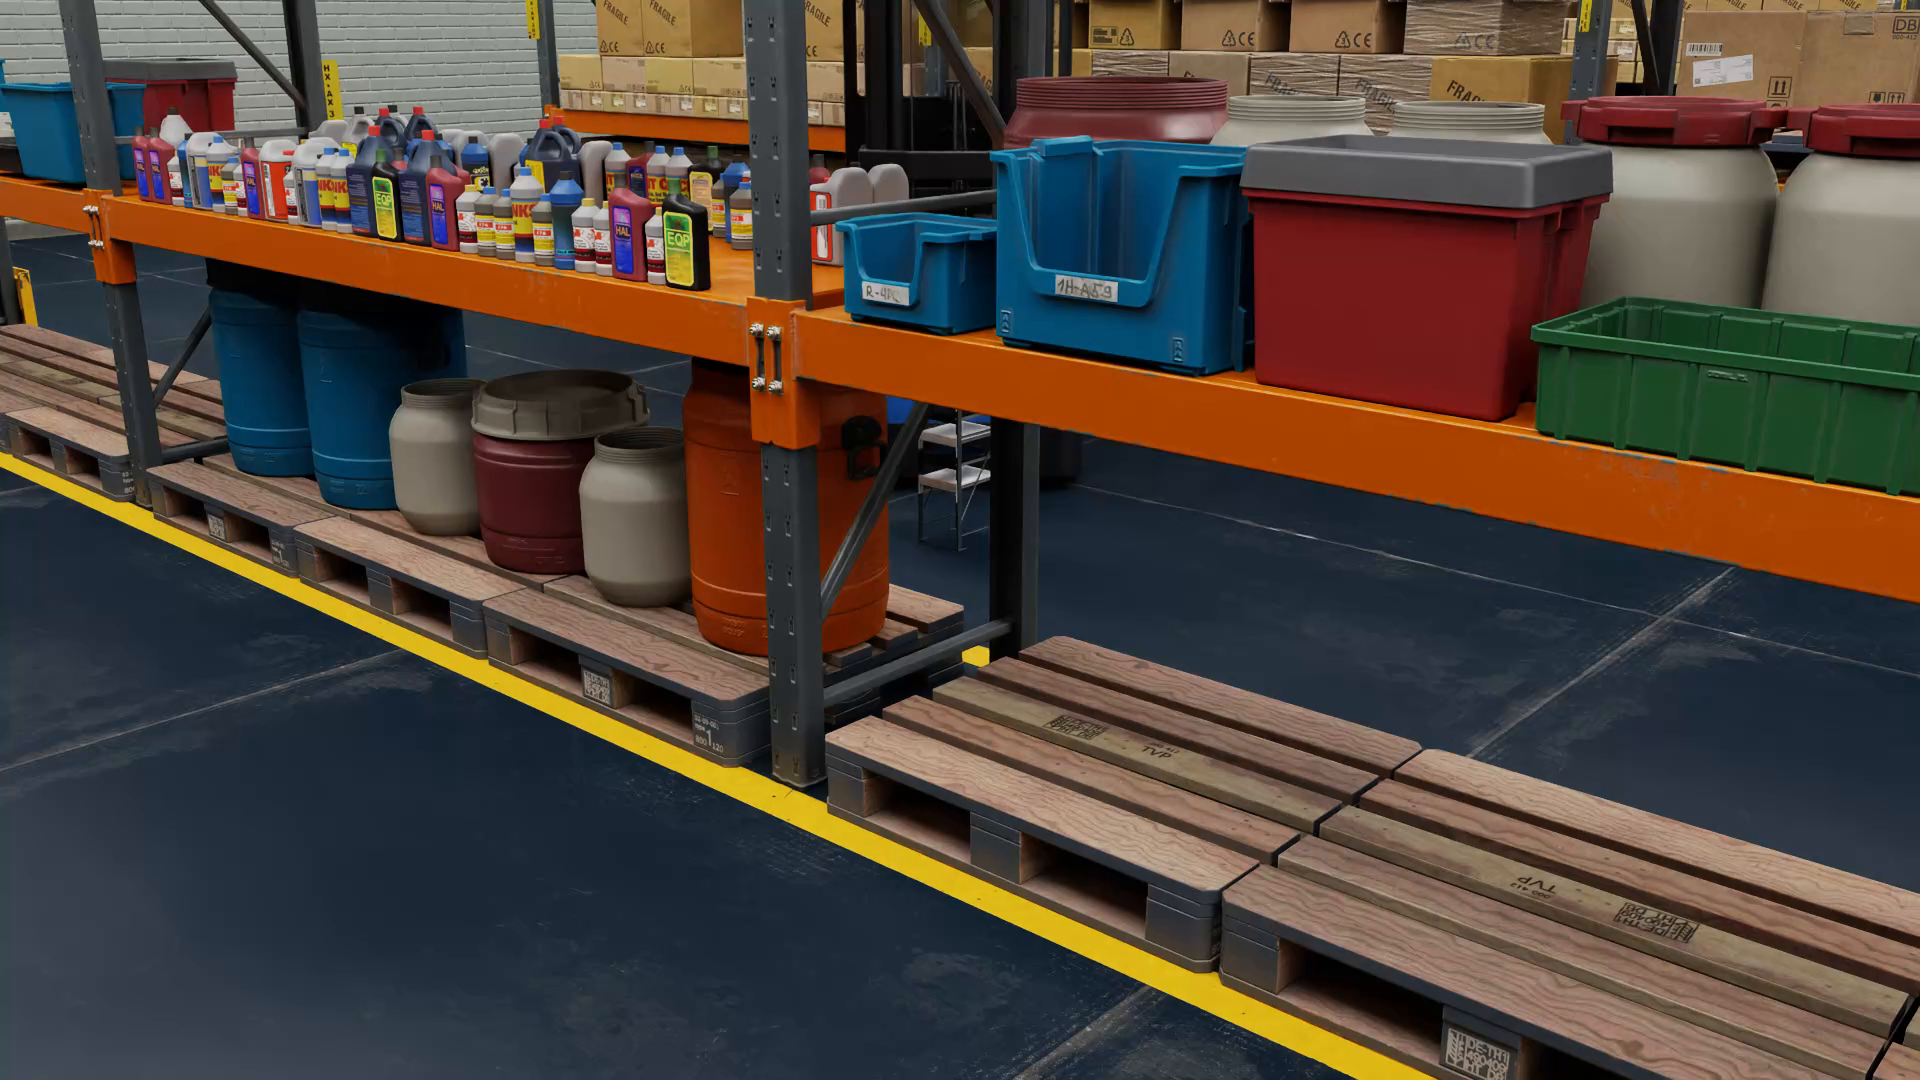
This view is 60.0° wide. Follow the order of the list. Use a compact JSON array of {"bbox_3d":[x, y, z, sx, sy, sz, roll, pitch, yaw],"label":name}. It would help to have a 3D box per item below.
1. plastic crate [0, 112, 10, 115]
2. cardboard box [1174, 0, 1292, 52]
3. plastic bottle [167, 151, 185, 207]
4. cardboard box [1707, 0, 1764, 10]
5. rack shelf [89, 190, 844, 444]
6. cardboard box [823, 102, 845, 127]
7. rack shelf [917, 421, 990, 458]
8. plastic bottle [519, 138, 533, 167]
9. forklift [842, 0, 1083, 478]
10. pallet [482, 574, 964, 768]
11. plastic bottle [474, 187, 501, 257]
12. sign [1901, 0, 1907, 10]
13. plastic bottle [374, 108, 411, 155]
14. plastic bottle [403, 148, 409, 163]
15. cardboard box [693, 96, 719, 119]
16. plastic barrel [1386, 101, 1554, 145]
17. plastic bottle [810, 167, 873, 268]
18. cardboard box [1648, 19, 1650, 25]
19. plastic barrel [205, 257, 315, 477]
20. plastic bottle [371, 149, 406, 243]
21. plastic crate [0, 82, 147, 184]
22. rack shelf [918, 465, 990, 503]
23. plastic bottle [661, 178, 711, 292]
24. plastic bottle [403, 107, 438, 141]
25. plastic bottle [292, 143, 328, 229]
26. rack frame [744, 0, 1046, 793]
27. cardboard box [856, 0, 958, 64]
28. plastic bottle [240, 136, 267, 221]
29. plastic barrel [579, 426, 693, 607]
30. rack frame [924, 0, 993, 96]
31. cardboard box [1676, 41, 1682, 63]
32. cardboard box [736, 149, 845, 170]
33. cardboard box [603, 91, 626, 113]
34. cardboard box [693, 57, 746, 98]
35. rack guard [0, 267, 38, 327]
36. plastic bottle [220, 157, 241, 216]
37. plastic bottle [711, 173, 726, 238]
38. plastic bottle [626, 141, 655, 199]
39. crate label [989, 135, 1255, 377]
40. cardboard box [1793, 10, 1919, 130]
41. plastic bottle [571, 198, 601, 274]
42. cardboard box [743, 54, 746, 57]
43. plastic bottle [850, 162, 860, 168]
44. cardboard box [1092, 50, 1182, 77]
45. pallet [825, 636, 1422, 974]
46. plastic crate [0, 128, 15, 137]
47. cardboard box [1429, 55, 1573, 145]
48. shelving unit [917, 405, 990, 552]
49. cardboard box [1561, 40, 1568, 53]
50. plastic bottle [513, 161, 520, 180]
[{"bbox_3d":[-5.391,-2.263,9.119,0.243,0.136,0.396,15,23,39],"label":"plastic crate"},{"bbox_3d":[1.623,-2.938,9.086,0.637,0.503,0.797,16,24,41],"label":"cardboard box"},{"bbox_3d":[-2.940,-1.369,6.294,0.097,0.201,0.097,0,18,0],"label":"plastic bottle"},{"bbox_3d":[7.647,-5.216,16.269,0.500,0.500,0.500,14,23,38],"label":"cardboard box"},{"bbox_3d":[-1.633,-0.935,5.788,4.000,0.370,1.077,15,23,39],"label":"rack shelf"},{"bbox_3d":[-0.671,-2.771,10.798,0.250,0.149,0.380,15,23,38],"label":"cardboard box"},{"bbox_3d":[-0.006,-0.399,6.491,0.200,0.077,0.258,15,23,39],"label":"rack shelf"},{"bbox_3d":[-1.531,-1.306,5.981,0.097,0.271,0.097,0,18,0],"label":"plastic bottle"},{"bbox_3d":[-0.016,-2.057,8.249,1.130,2.935,3.031,0,18,-1],"label":"forklift"},{"bbox_3d":[-0.755,0.304,5.305,1.213,0.211,1.003,15,23,39],"label":"pallet"},{"bbox_3d":[-1.407,-0.957,4.997,0.097,0.201,0.097,0,18,0],"label":"plastic bottle"},{"bbox_3d":[6.165,-3.488,10.861,0.005,0.325,0.100,15,23,39],"label":"sign"},{"bbox_3d":[-2.182,-1.476,6.384,0.185,0.351,0.144,15,23,39],"label":"plastic bottle"},{"bbox_3d":[-1.860,-1.170,5.554,0.097,0.271,0.097,0,18,0],"label":"plastic bottle"},{"bbox_3d":[-1.635,-3.029,11.612,0.250,0.149,0.380,14,23,38],"label":"cardboard box"},{"bbox_3d":[1.089,-0.687,3.632,0.421,0.512,0.421,0,18,0],"label":"plastic barrel"},{"bbox_3d":[-0.347,-0.943,4.828,0.135,0.276,0.152,15,23,39],"label":"plastic bottle"},{"bbox_3d":[5.086,-3.663,11.934,0.250,0.149,0.380,15,23,39],"label":"cardboard box"},{"bbox_3d":[-2.733,-0.766,6.842,0.708,0.901,0.600,15,23,39],"label":"plastic barrel"},{"bbox_3d":[-1.816,-1.099,5.308,0.133,0.283,0.061,15,23,39],"label":"plastic bottle"},{"bbox_3d":[-3.705,-1.717,6.990,0.575,0.384,0.392,15,23,39],"label":"plastic crate"},{"bbox_3d":[-0.006,-0.227,6.545,0.200,0.077,0.258,15,23,39],"label":"rack shelf"},{"bbox_3d":[-0.723,-0.805,4.383,0.133,0.283,0.061,15,23,39],"label":"plastic bottle"},{"bbox_3d":[-2.086,-1.508,6.487,0.185,0.351,0.144,15,23,39],"label":"plastic bottle"},{"bbox_3d":[-2.170,-1.209,5.666,0.135,0.276,0.152,15,23,39],"label":"plastic bottle"},{"bbox_3d":[-0.137,-0.876,4.414,0.127,3.000,1.000,15,23,39],"label":"rack frame"},{"bbox_3d":[-0.363,-3.259,10.440,0.500,0.500,0.500,16,24,41],"label":"cardboard box"},{"bbox_3d":[-2.474,-1.275,5.864,0.133,0.283,0.061,15,23,39],"label":"plastic bottle"},{"bbox_3d":[-0.996,-0.078,5.317,0.421,0.512,0.421,0,18,0],"label":"plastic barrel"},{"bbox_3d":[0.159,-2.800,10.475,0.127,3.000,1.000,15,23,39],"label":"rack frame"},{"bbox_3d":[5.260,-3.473,11.825,0.250,0.149,0.380,15,23,39],"label":"cardboard box"},{"bbox_3d":[-0.955,-2.319,11.777,0.875,0.875,0.875,15,23,39],"label":"cardboard box"},{"bbox_3d":[-2.402,-3.235,12.261,0.250,0.149,0.380,14,23,38],"label":"cardboard box"},{"bbox_3d":[-1.493,-3.208,11.517,0.500,0.250,0.500,14,23,38],"label":"cardboard box"},{"bbox_3d":[-6.147,-1.293,9.859,0.348,0.500,1.175,15,23,39],"label":"rack guard"},{"bbox_3d":[-2.621,-1.283,6.024,0.097,0.201,0.097,0,18,0],"label":"plastic bottle"},{"bbox_3d":[-0.761,-1.091,5.418,0.097,0.201,0.097,0,18,0],"label":"plastic bottle"},{"bbox_3d":[-1.080,-1.223,5.699,0.133,0.283,0.061,15,23,39],"label":"plastic bottle"},{"bbox_3d":[0.426,-0.632,3.587,0.616,0.435,0.502,15,23,39],"label":"crate label"},{"bbox_3d":[4.065,-2.056,7.271,0.700,0.500,0.500,-14,22,-38],"label":"cardboard box"},{"bbox_3d":[-1.043,-0.859,4.689,0.097,0.201,0.097,0,18,0],"label":"plastic bottle"},{"bbox_3d":[-1.535,-3.432,12.223,0.500,0.250,0.500,14,22,37],"label":"cardboard box"},{"bbox_3d":[-0.315,-1.004,5.030,0.097,0.271,0.097,0,18,0],"label":"plastic bottle"},{"bbox_3d":[1.087,-2.497,9.357,0.500,0.500,0.500,14,23,38],"label":"cardboard box"},{"bbox_3d":[0.416,0.617,4.318,1.213,0.211,1.003,15,23,39],"label":"pallet"},{"bbox_3d":[-4.631,-1.864,7.863,0.466,0.136,0.293,15,23,39],"label":"plastic crate"},{"bbox_3d":[2.617,-2.087,8.065,0.500,0.500,0.500,16,24,41],"label":"cardboard box"},{"bbox_3d":[-0.006,-0.431,6.481,0.210,0.900,0.258,15,23,39],"label":"shelving unit"},{"bbox_3d":[4.500,-3.679,12.473,0.250,0.149,0.380,15,23,38],"label":"cardboard box"},{"bbox_3d":[-1.590,-1.313,6.120,0.097,0.201,0.097,0,18,0],"label":"plastic bottle"}]
